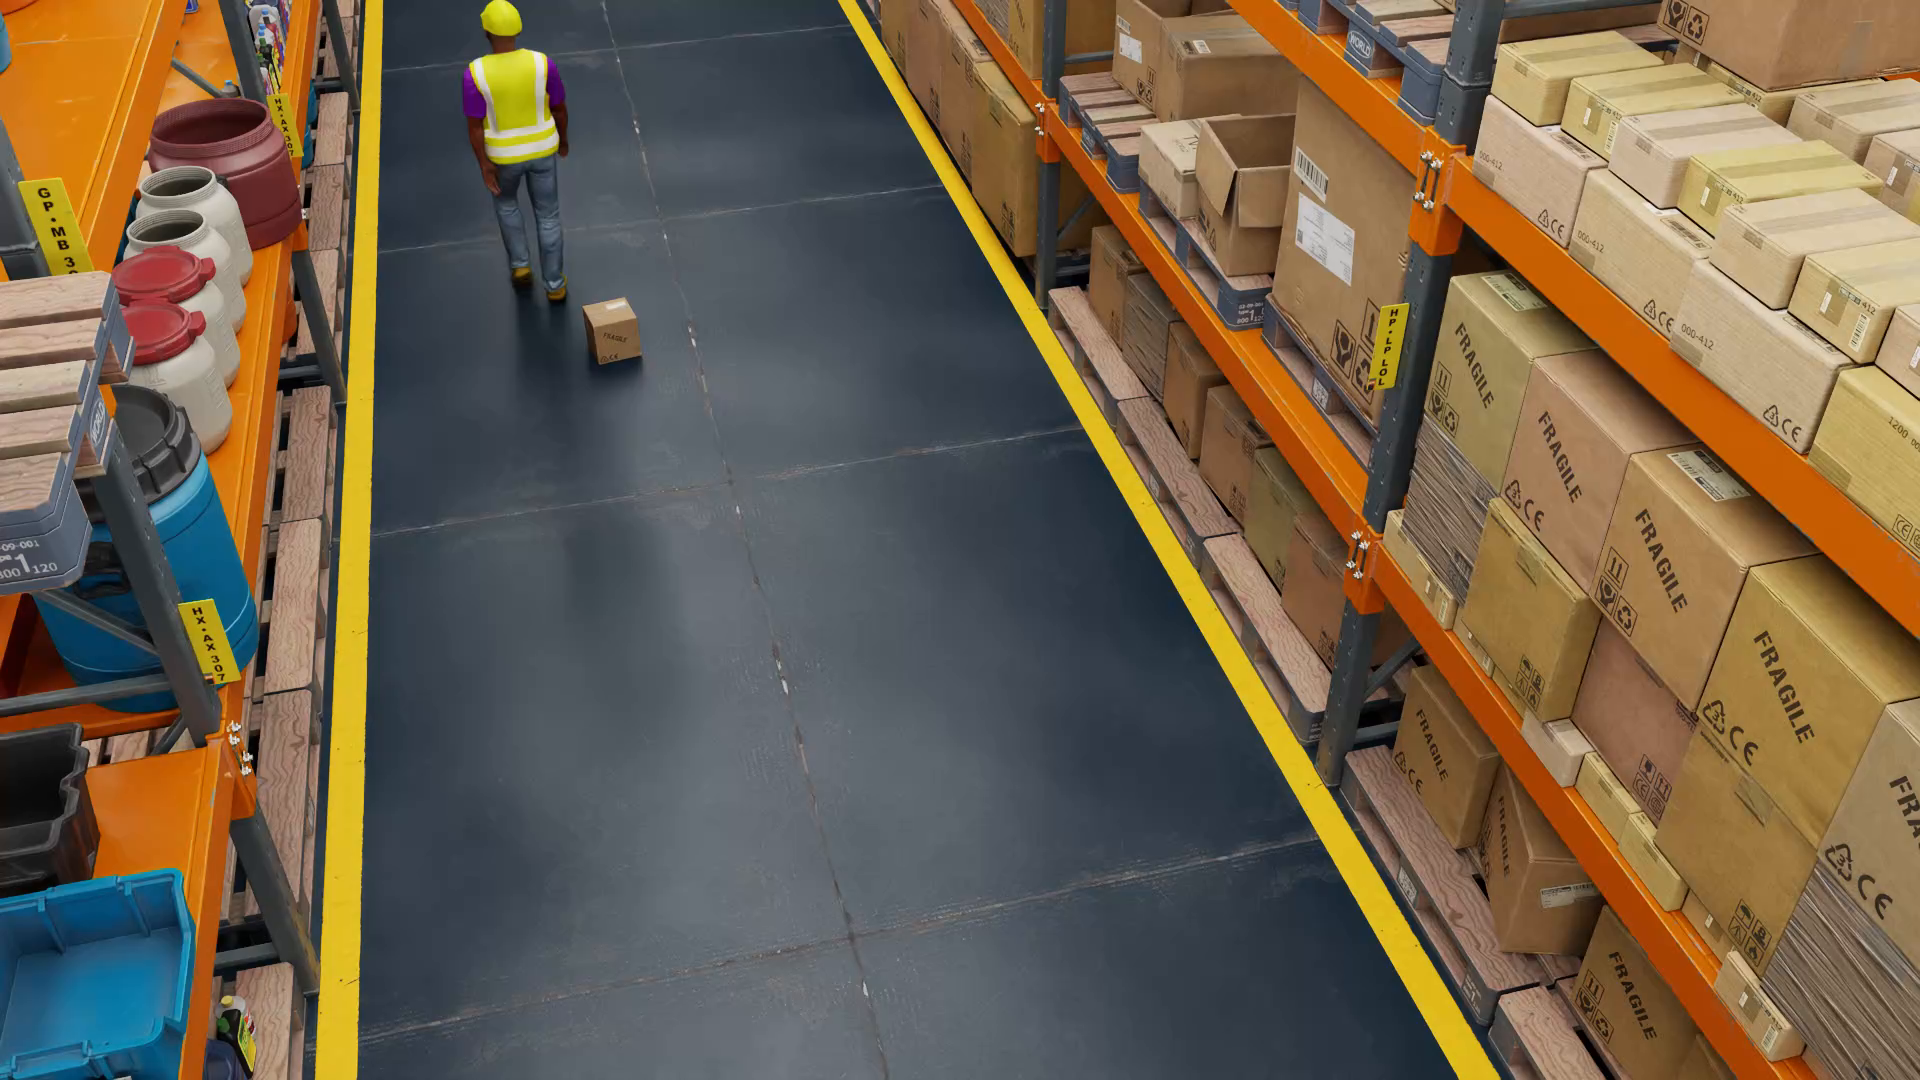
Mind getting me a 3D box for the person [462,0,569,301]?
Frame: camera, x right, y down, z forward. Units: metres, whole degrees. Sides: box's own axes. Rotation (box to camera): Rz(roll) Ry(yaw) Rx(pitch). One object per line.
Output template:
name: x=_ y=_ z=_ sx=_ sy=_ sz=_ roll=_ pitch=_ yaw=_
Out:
person: x=-2.511 y=-2.218 z=9.559 sx=0.567 sy=1.830 sz=0.546 roll=-11 pitch=39 yaw=-14
